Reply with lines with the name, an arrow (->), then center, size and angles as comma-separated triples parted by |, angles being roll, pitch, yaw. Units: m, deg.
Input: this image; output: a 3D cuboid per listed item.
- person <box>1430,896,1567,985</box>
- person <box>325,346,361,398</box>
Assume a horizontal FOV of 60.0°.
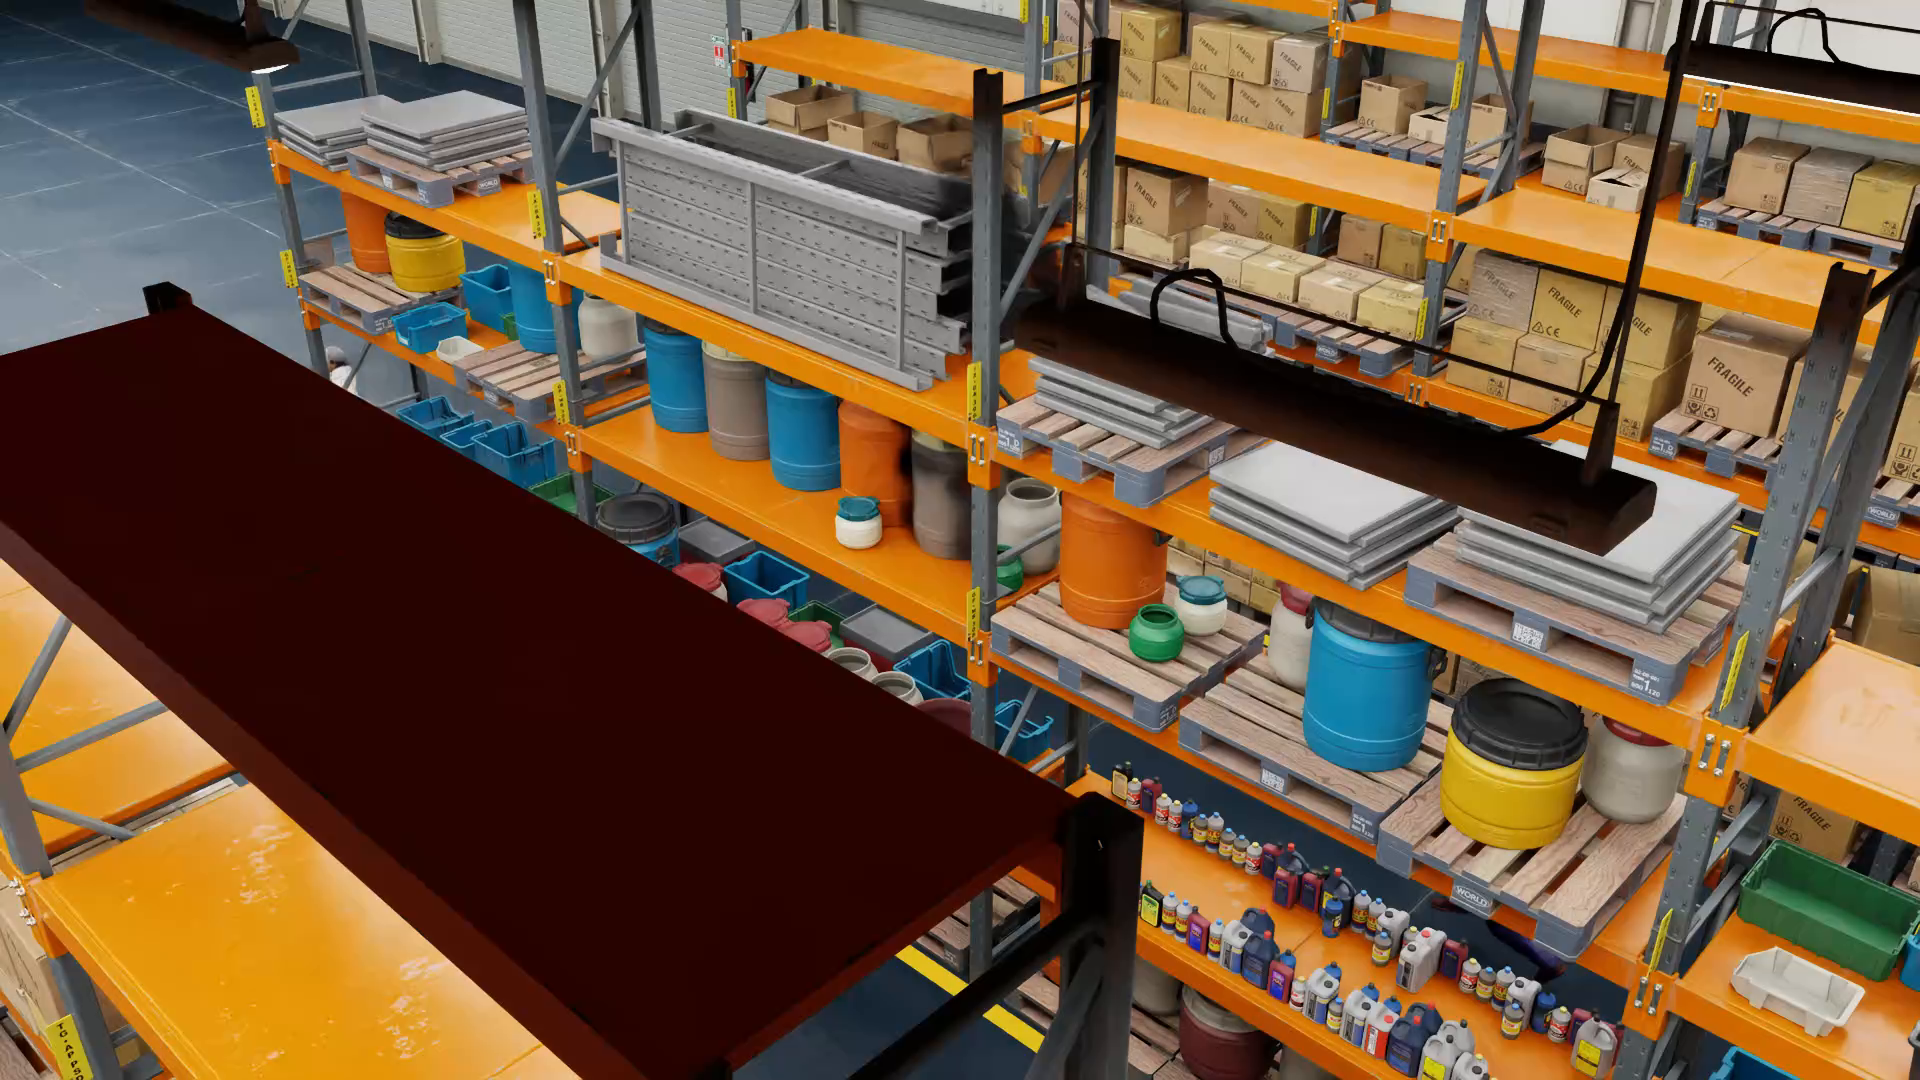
person -> 3.556, 2.107, 10.716 | 0.607, 1.468, 1.029 | -24, 37, -36
person -> -6.204, -1.182, 16.700 | 0.549, 1.639, 0.639 | 0, 29, 0
